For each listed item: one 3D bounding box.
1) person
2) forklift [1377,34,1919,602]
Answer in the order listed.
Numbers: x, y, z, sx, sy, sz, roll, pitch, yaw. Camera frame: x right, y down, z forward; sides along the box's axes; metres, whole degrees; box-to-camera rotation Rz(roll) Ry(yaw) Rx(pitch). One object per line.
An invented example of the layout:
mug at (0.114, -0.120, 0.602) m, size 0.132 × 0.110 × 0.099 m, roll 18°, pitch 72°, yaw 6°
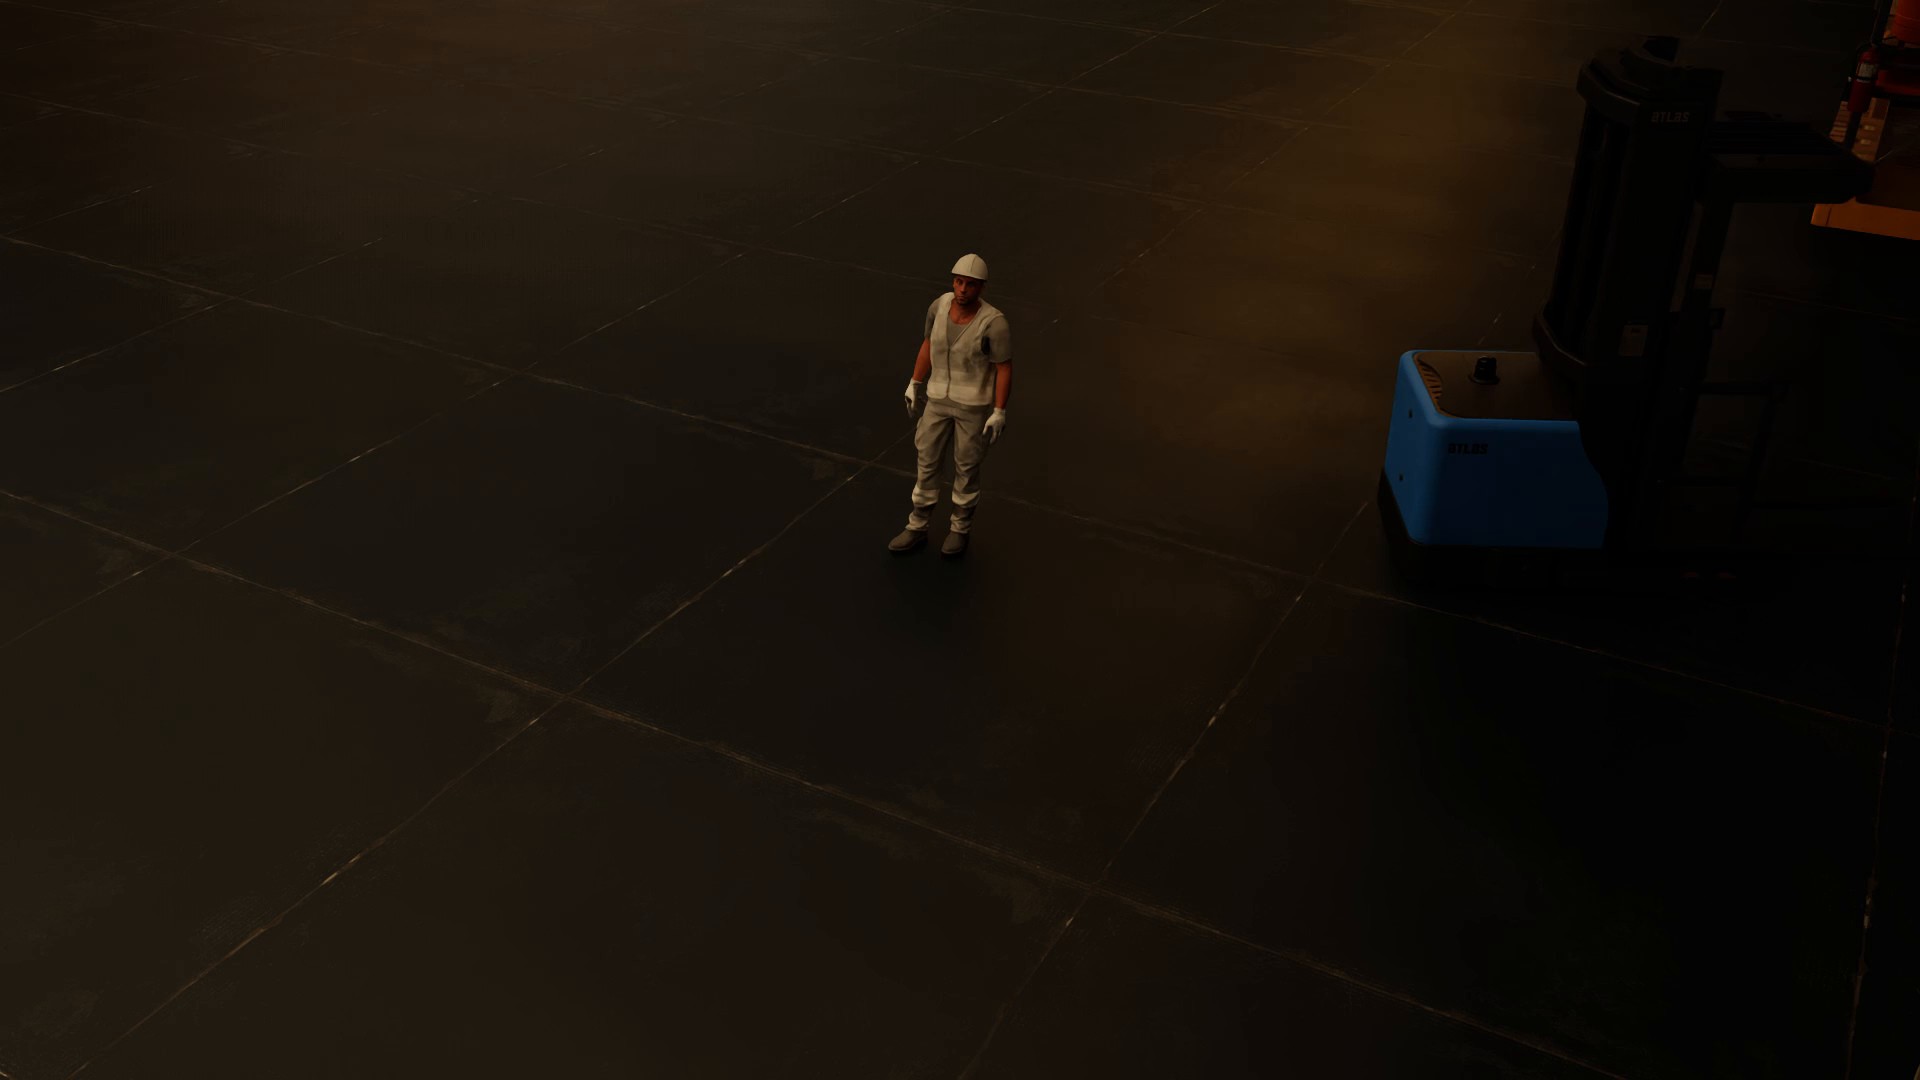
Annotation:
person at (-0.049, -0.749, 9.496) m, size 0.638 × 1.787 × 0.564 m, roll 15°, pitch 33°, yaw 25°
forklift at (4.066, -1.192, 9.136) m, size 3.031 × 2.935 × 1.130 m, roll 1°, pitch 30°, yaw 3°
